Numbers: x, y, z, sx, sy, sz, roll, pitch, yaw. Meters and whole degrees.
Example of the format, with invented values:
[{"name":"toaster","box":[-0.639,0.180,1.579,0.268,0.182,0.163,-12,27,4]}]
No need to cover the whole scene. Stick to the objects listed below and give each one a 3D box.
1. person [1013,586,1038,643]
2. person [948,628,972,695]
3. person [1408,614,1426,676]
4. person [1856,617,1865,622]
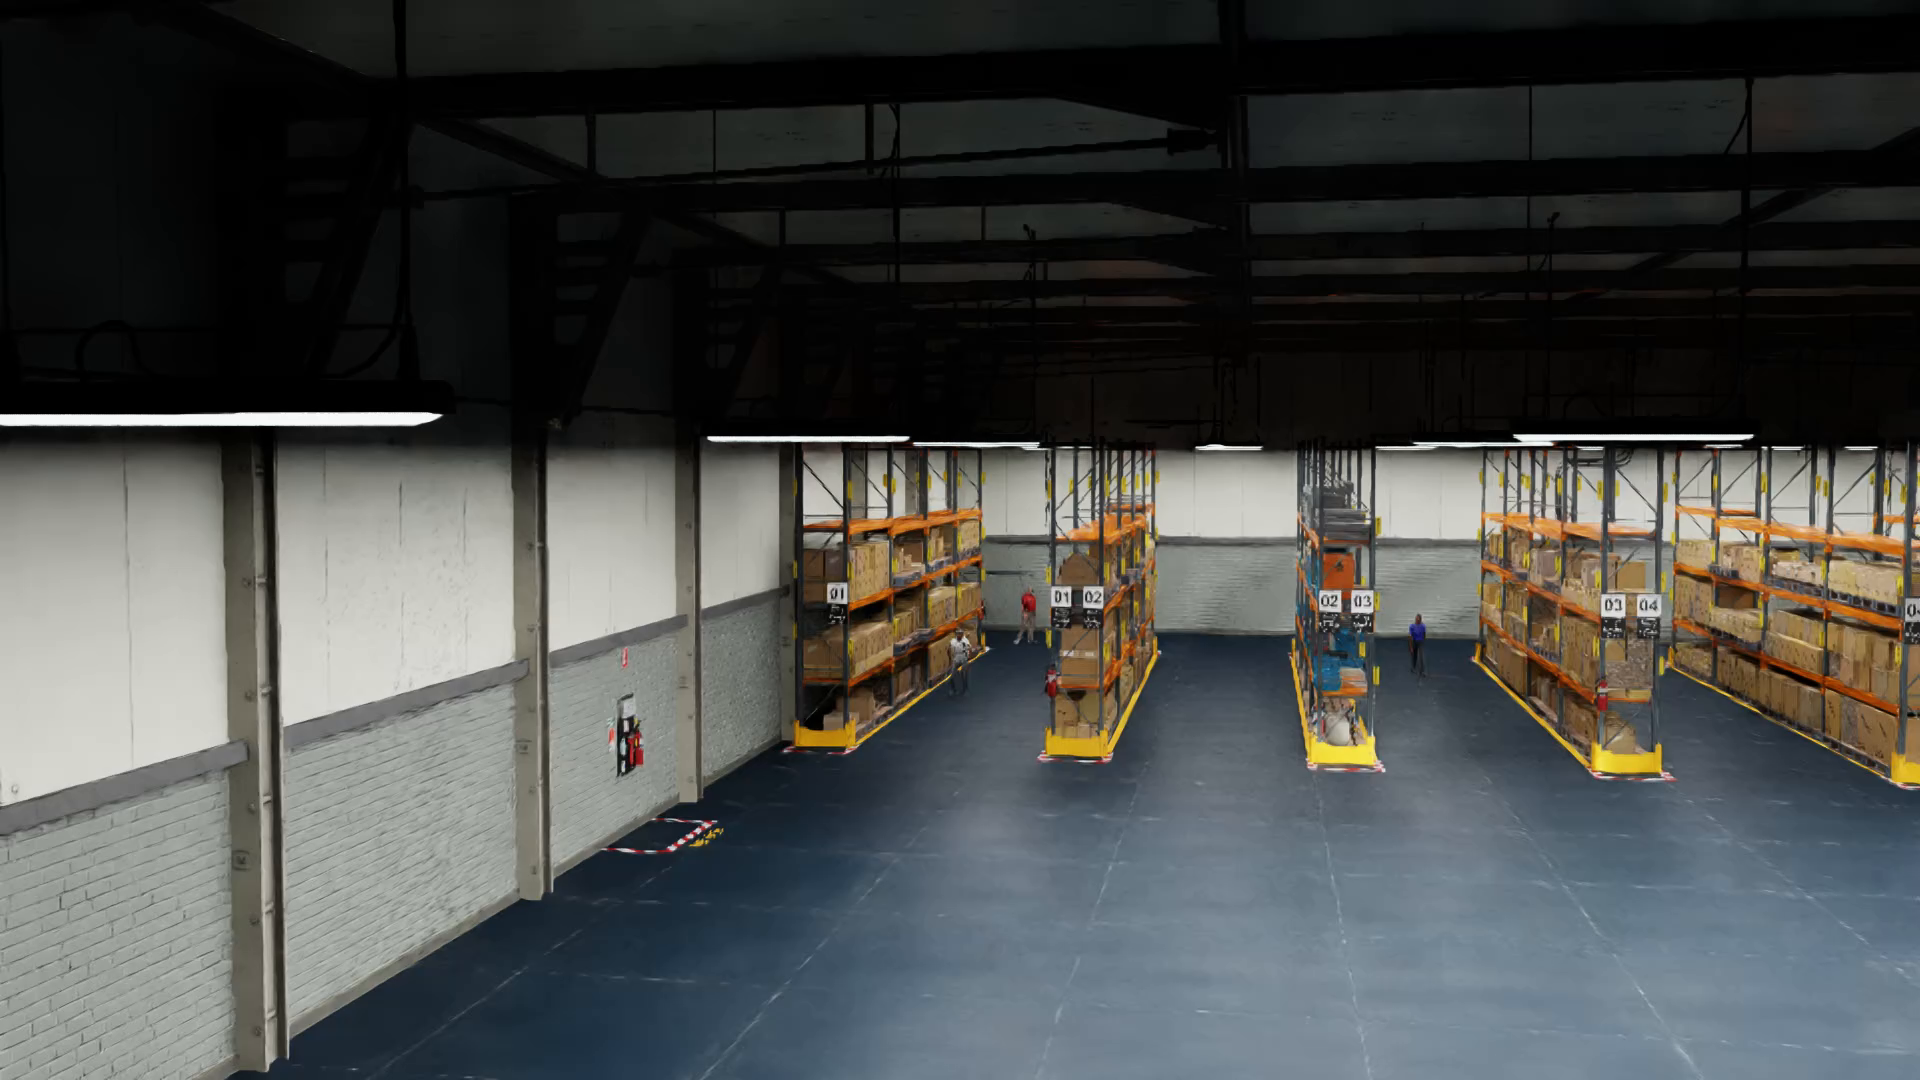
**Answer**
[{"name":"person","box":[1.959,2.230,49.896,0.719,1.723,0.507,-2,4,-37]},{"name":"person","box":[-0.003,2.847,39.102,0.592,1.629,0.532,0,3,8]},{"name":"person","box":[11.718,2.665,42.604,0.447,1.574,1.088,1,3,13]},{"name":"person","box":[22.508,2.625,41.640,0.633,1.776,0.754,1,3,17]}]
